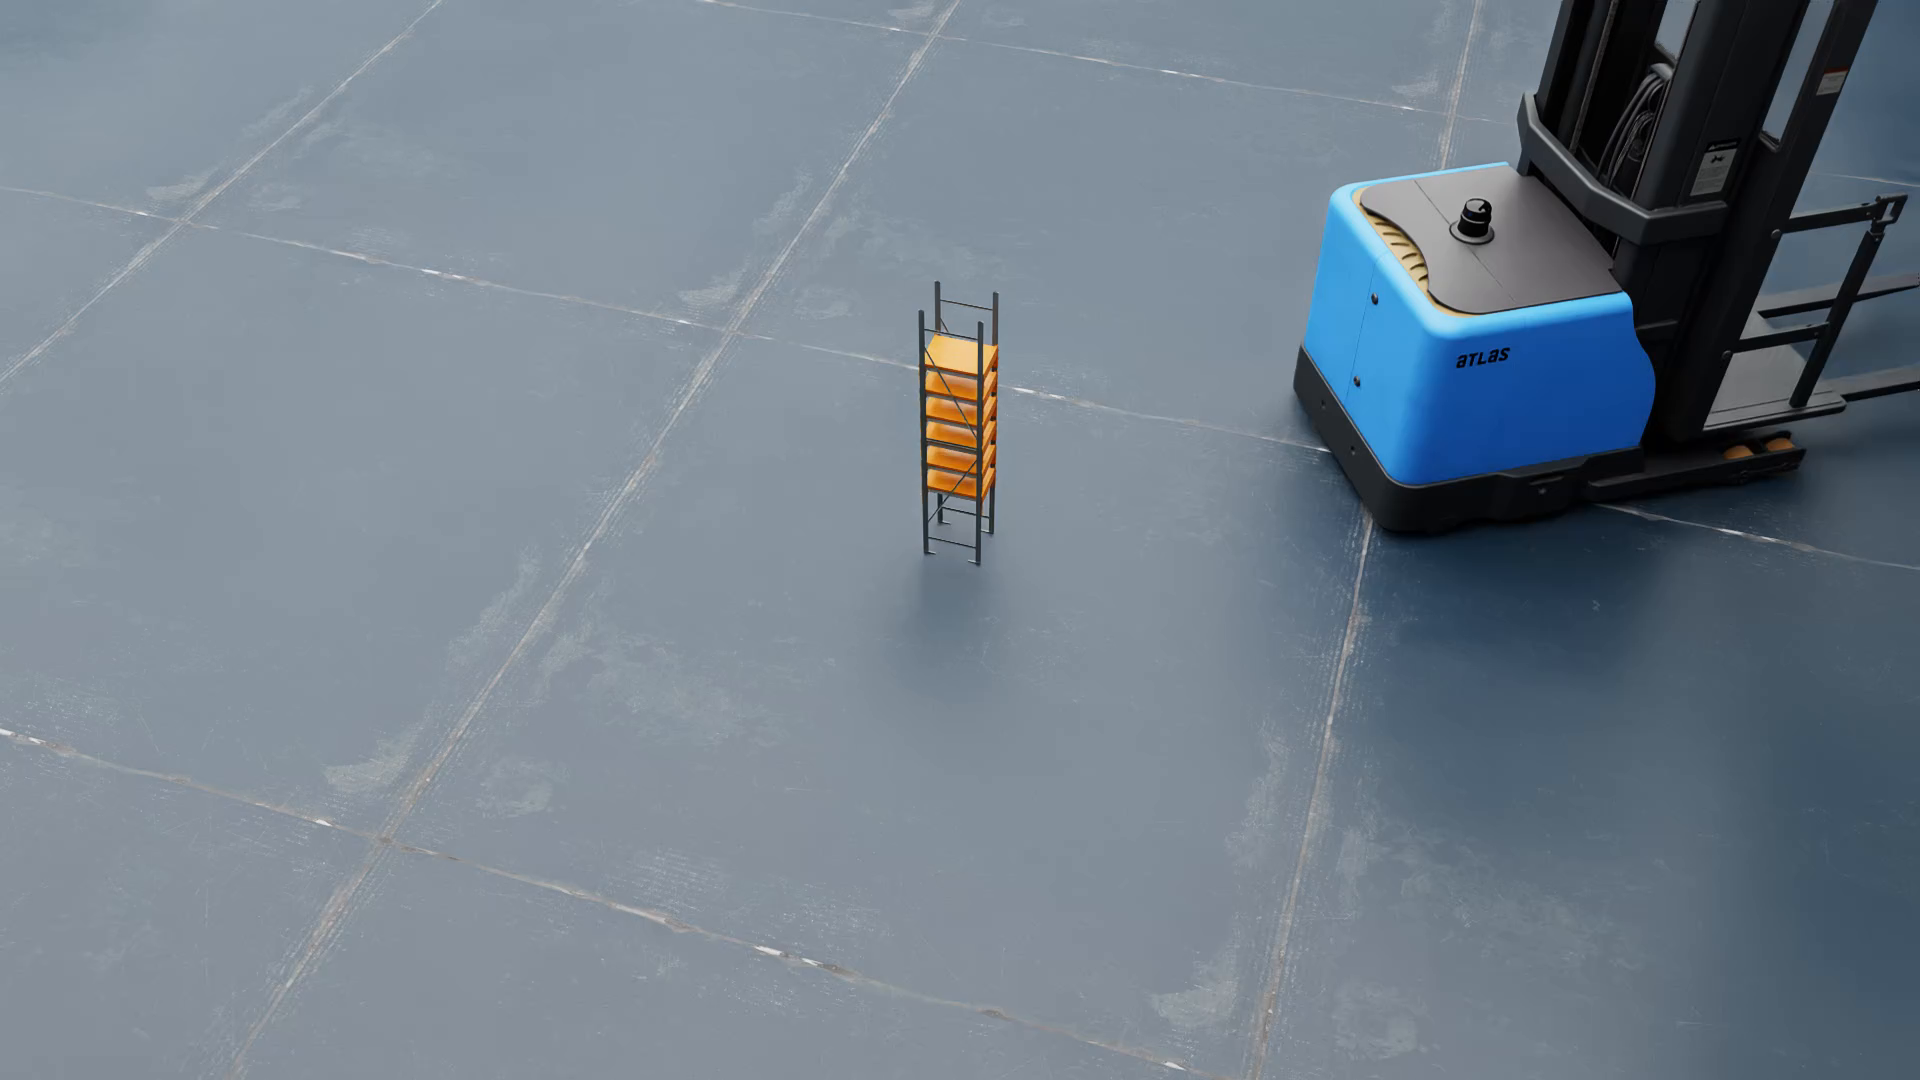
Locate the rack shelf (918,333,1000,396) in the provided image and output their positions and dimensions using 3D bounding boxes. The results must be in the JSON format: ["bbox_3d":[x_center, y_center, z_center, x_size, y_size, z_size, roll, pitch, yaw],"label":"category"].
[{"bbox_3d":[-0.004,-0.645,6.100,0.258,0.103,0.180,13,46,12],"label":"rack shelf"}]

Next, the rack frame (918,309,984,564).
[{"bbox_3d":[-0.032,-0.358,6.258,0.240,1.200,0.006,13,46,12],"label":"rack frame"}]

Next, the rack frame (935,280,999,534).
[{"bbox_3d":[0.023,-0.480,6.383,0.240,1.200,0.006,13,46,12],"label":"rack frame"}]

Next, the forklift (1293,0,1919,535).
[{"bbox_3d":[3.044,-1.630,6.320,3.031,2.935,1.130,-10,45,-10],"label":"forklift"}]

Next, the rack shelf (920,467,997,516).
[{"bbox_3d":[-0.004,-0.216,6.519,0.258,0.103,0.180,13,46,12],"label":"rack shelf"}]

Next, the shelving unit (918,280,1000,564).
[{"bbox_3d":[-0.004,-0.419,6.321,0.258,1.200,0.189,13,46,12],"label":"shelving unit"}]

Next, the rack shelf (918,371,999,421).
[{"bbox_3d":[-0.004,-0.559,6.184,0.258,0.103,0.180,13,46,12],"label":"rack shelf"}]

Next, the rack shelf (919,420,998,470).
[{"bbox_3d":[-0.004,-0.387,6.352,0.258,0.103,0.180,13,46,12],"label":"rack shelf"}]

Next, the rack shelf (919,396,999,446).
[{"bbox_3d":[-0.004,-0.473,6.268,0.258,0.103,0.180,13,46,12],"label":"rack shelf"}]

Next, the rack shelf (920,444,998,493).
[{"bbox_3d":[-0.004,-0.302,6.436,0.258,0.103,0.180,13,46,12],"label":"rack shelf"}]
